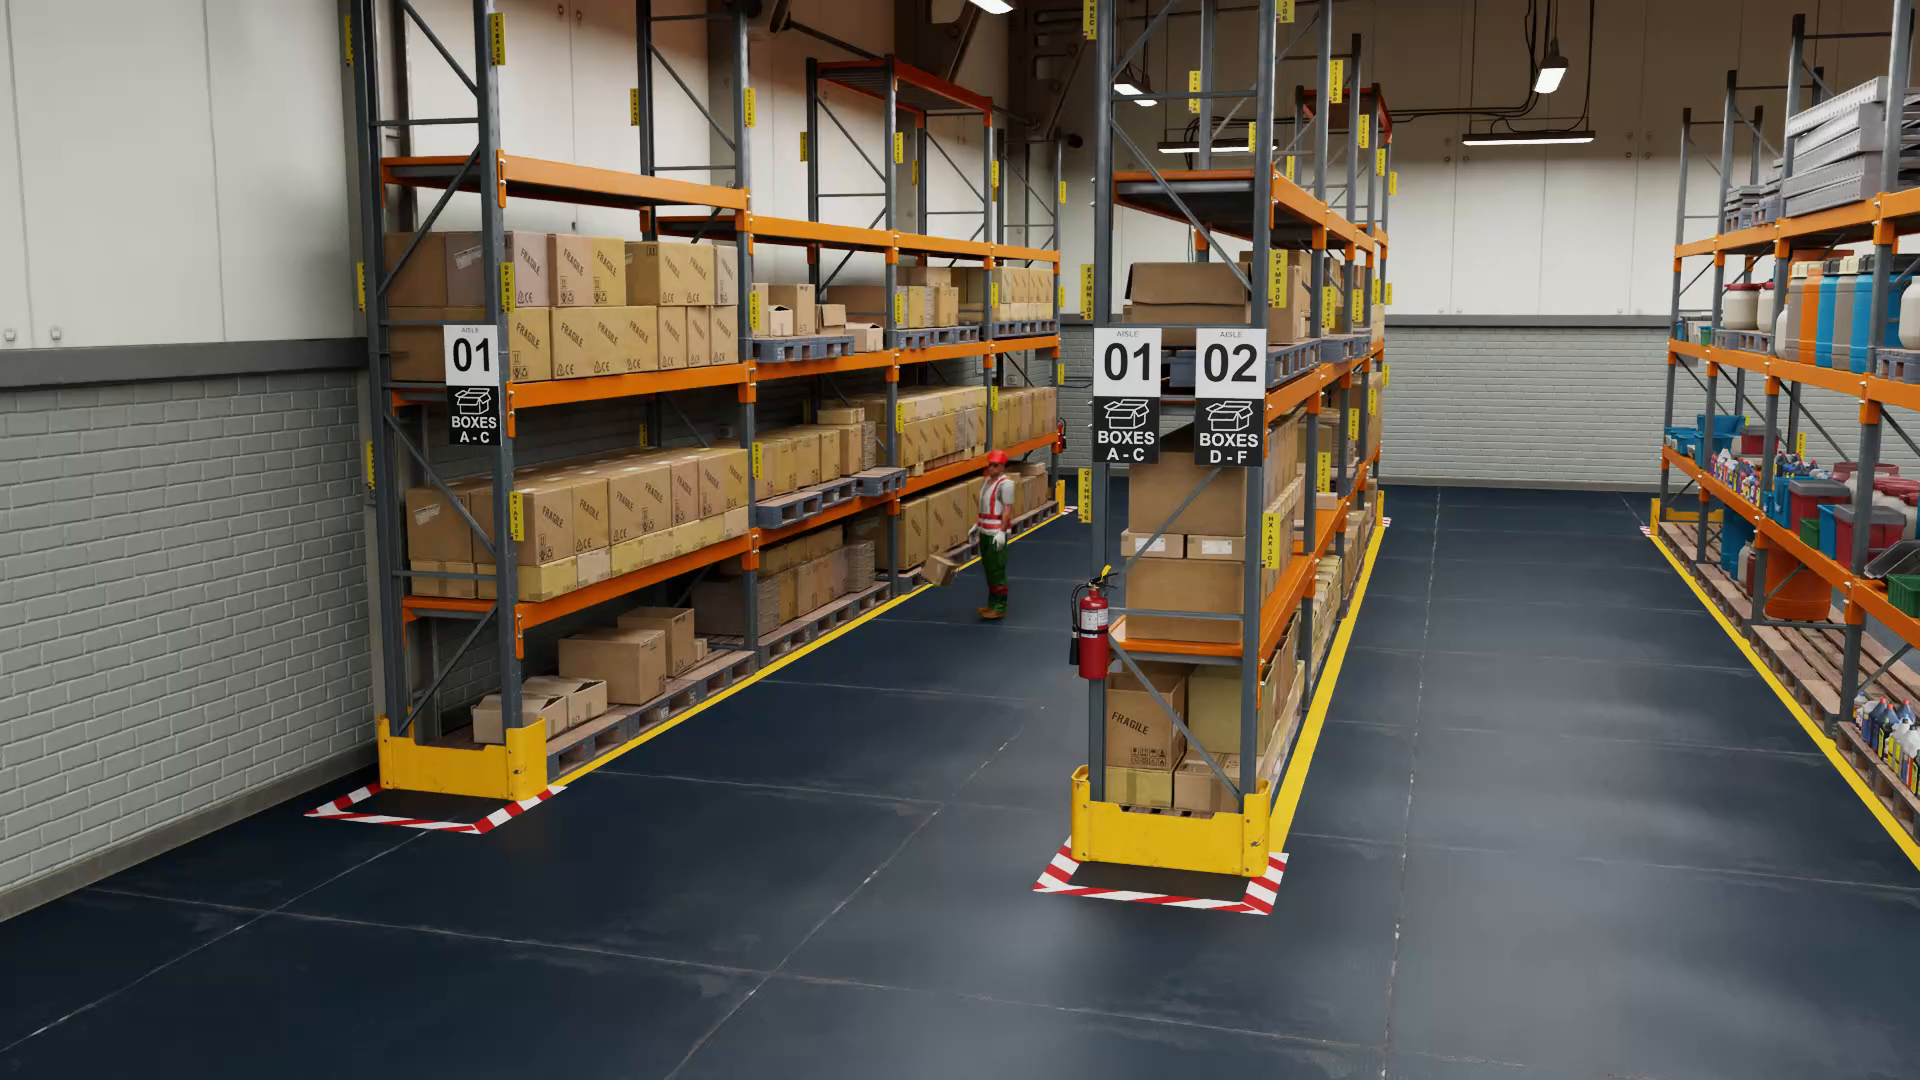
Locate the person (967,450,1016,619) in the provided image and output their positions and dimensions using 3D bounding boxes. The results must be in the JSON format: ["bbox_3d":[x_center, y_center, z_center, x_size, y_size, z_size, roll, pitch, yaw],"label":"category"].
[{"bbox_3d":[0.317,-0.067,17.580,0.383,1.791,0.631,-4,9,-26],"label":"person"}]
